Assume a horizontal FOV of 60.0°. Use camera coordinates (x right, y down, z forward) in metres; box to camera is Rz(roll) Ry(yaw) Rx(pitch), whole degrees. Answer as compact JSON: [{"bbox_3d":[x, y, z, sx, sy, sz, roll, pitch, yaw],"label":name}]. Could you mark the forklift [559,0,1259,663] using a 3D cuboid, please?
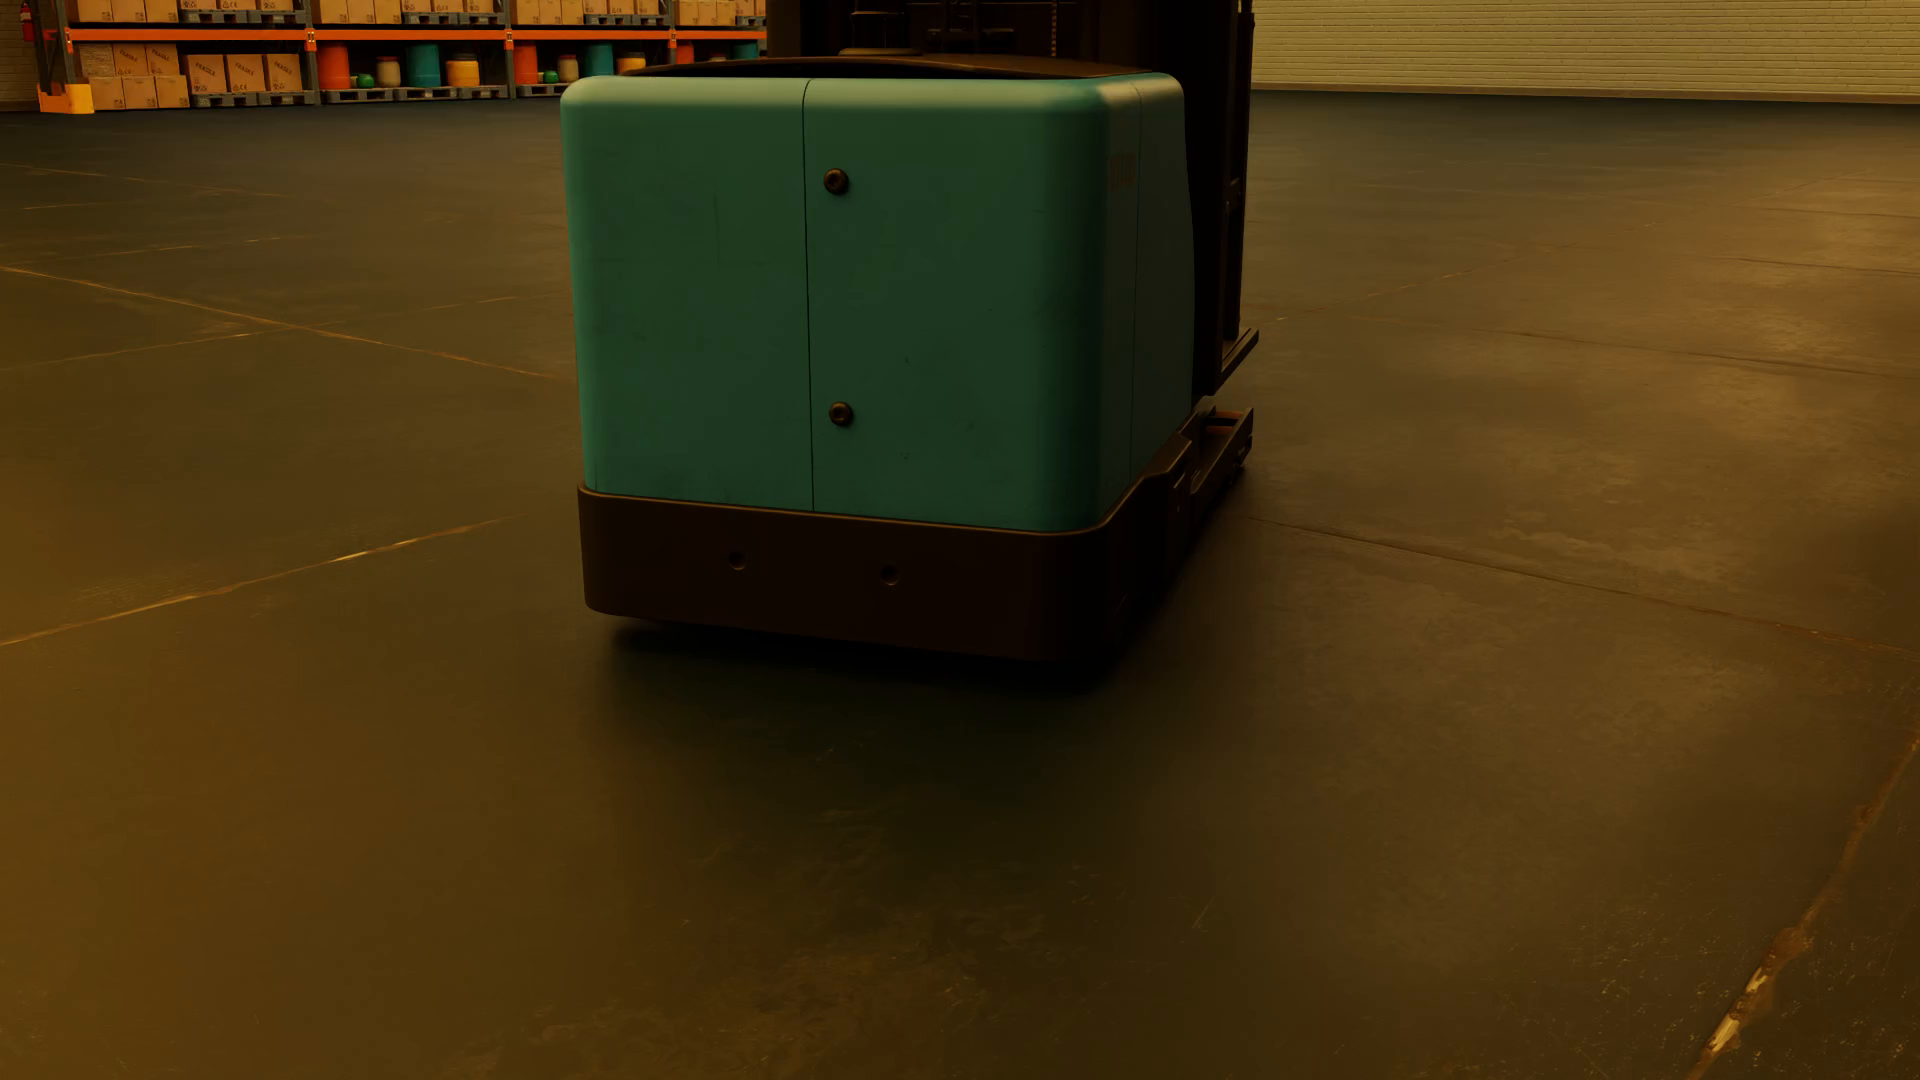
[{"bbox_3d":[0.182,-1.571,4.072,1.130,2.935,3.031,5,18,17],"label":"forklift"}]
